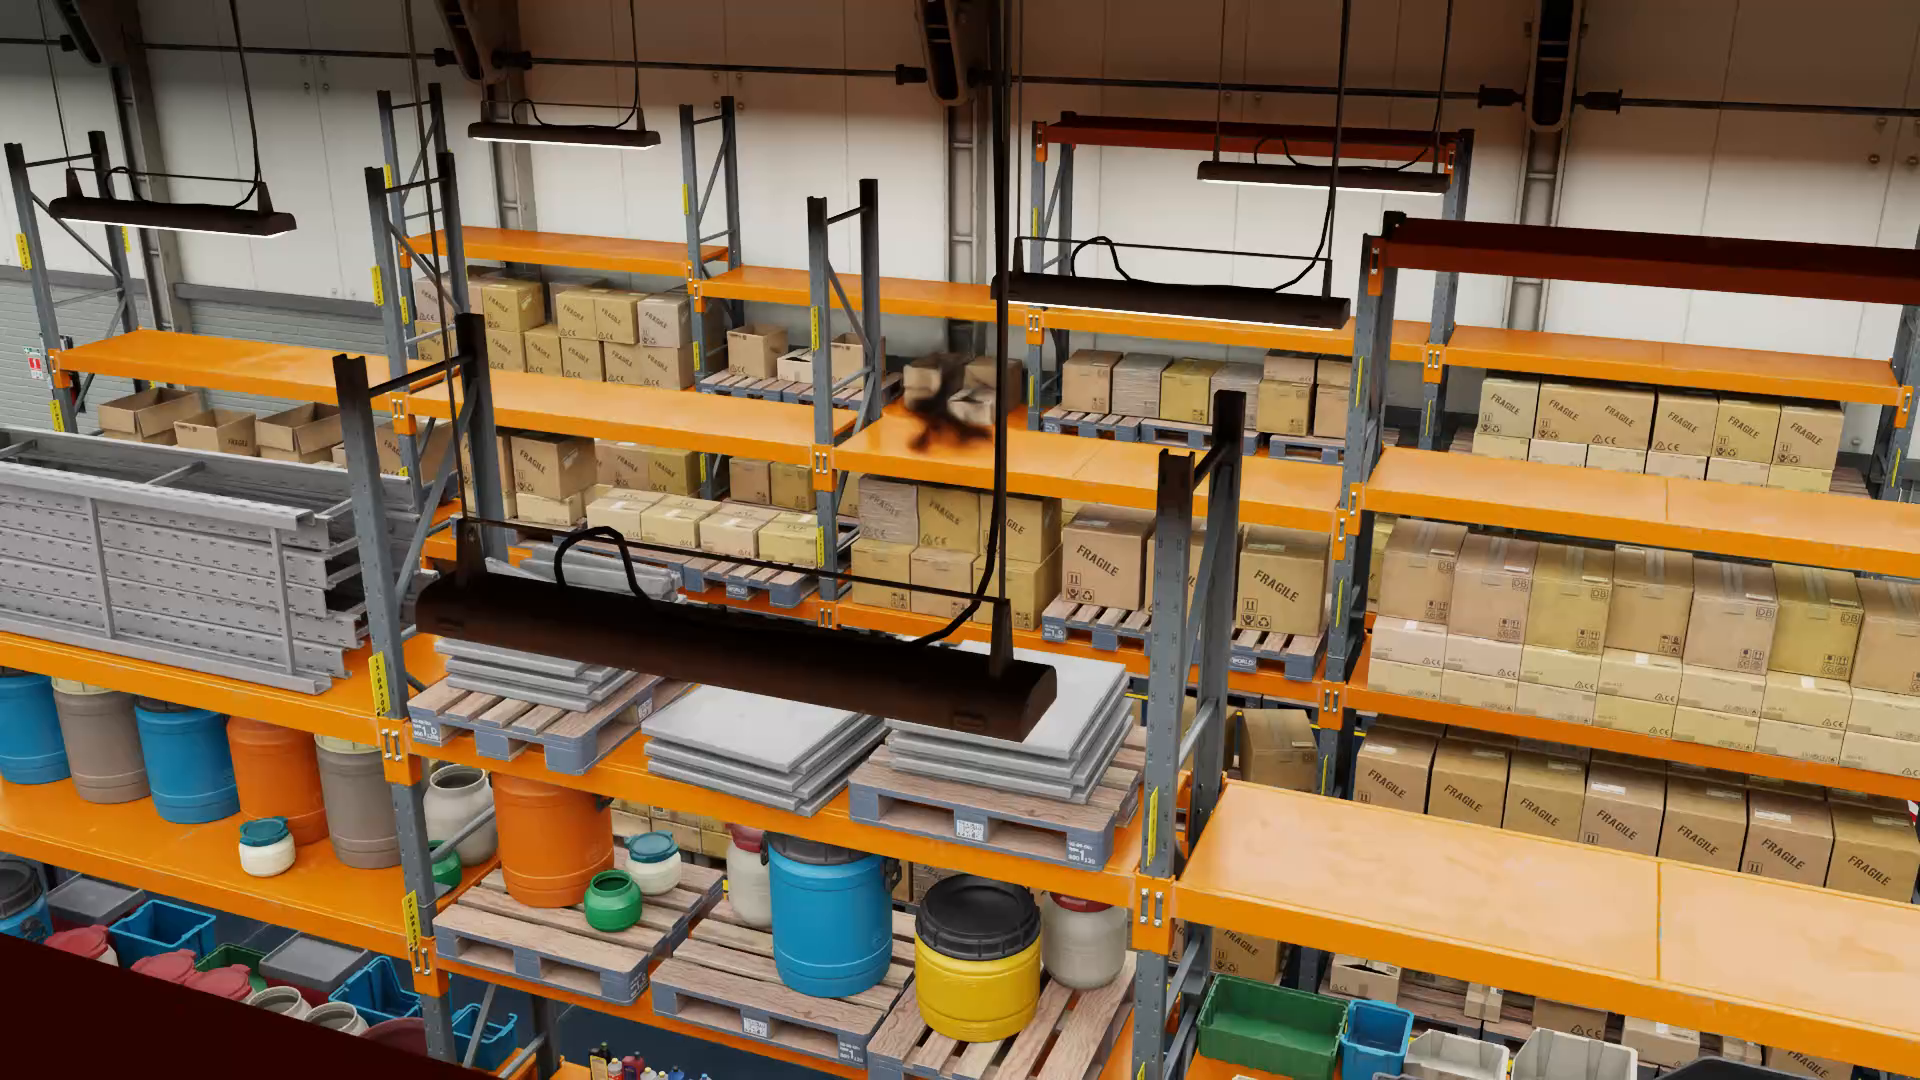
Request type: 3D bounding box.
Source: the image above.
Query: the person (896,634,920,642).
[{"bbox_3d":[-0.423,1.422,16.342,0.886,1.655,0.592,3,21,9],"label":"person"}]
